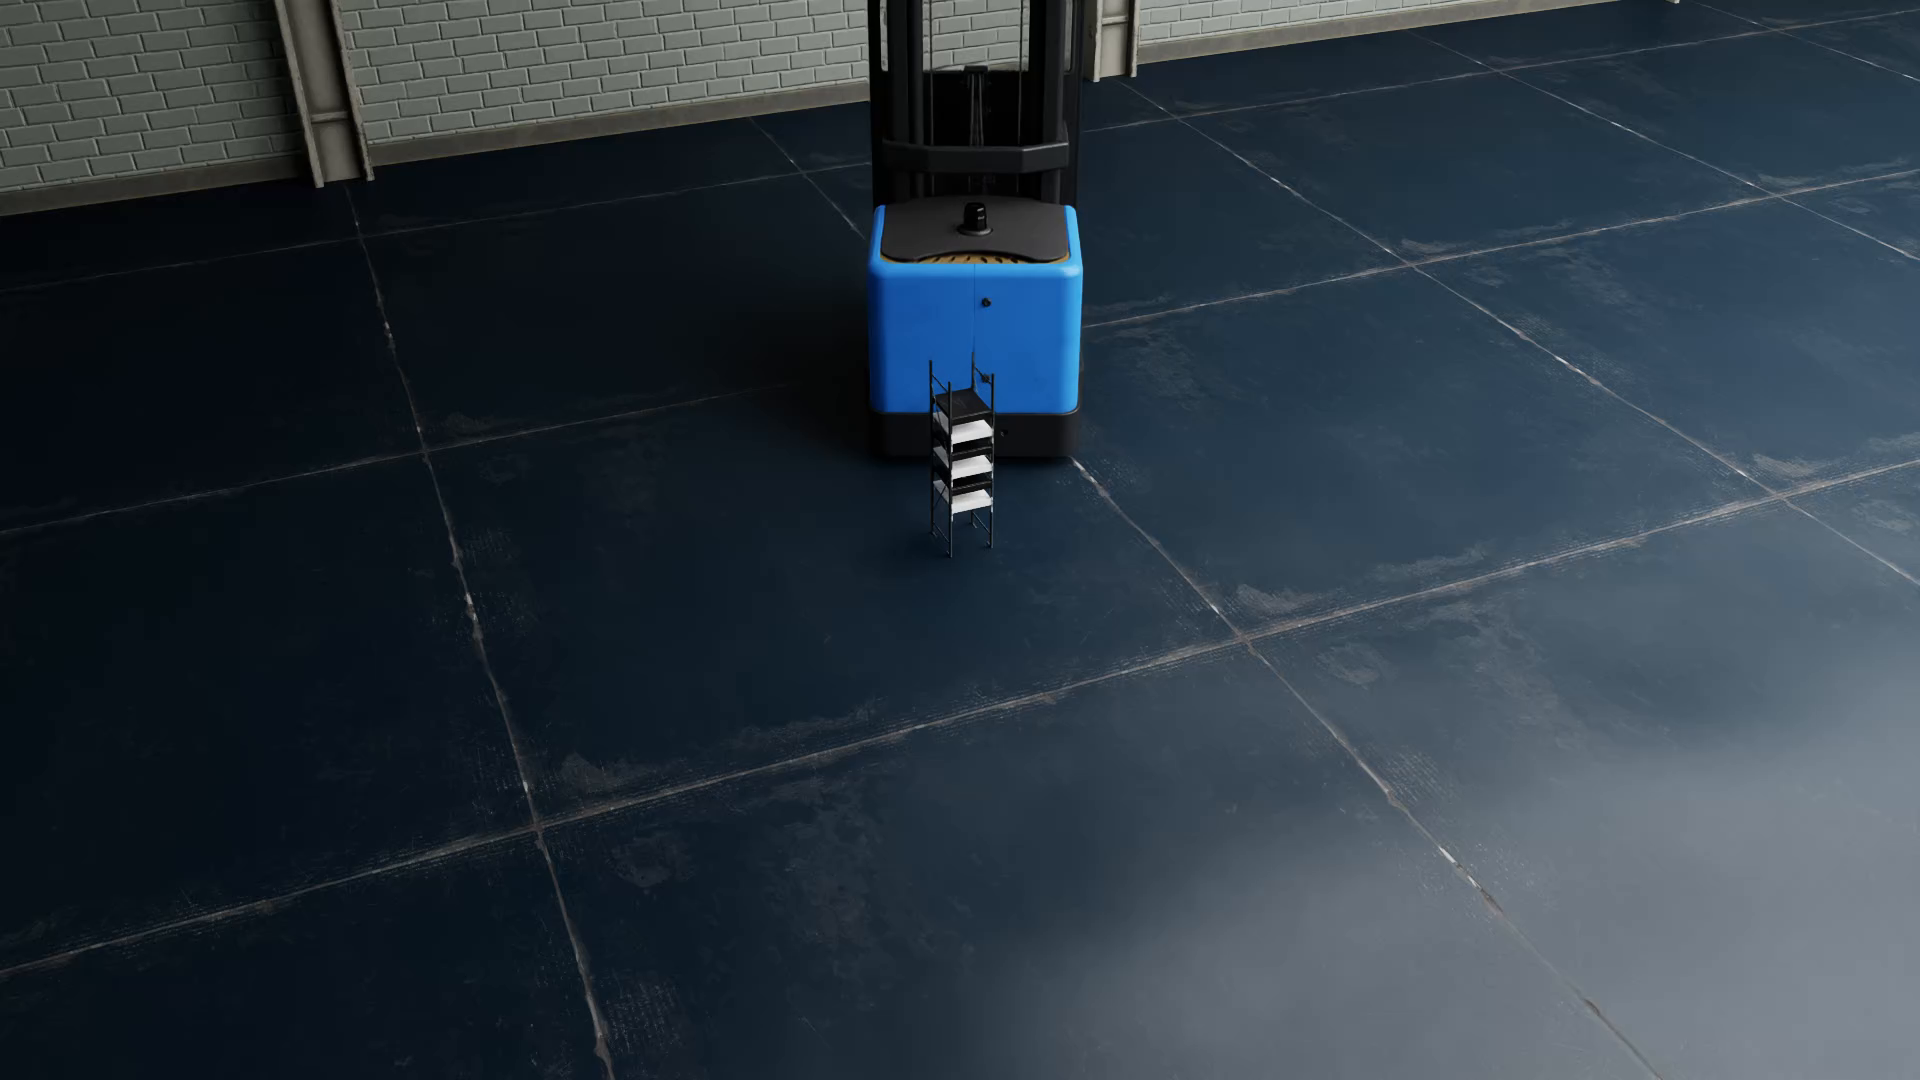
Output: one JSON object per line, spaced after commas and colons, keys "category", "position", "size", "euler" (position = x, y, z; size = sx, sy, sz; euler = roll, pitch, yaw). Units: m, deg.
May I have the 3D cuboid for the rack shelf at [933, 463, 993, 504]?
{"category": "rack shelf", "position": [0.007, -0.276, 7.574], "size": [0.200, 0.077, 0.258], "euler": [-13, 35, -19]}

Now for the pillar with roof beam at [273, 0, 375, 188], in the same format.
{"category": "pillar with roof beam", "position": [-2.665, -4.159, 5.891], "size": [0.400, 9.000, 9.100], "euler": [-13, 35, -19]}

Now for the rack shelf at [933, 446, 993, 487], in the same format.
{"category": "rack shelf", "position": [0.008, -0.351, 7.525], "size": [0.200, 0.077, 0.258], "euler": [-13, 35, -19]}

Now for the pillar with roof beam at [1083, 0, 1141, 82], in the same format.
{"category": "pillar with roof beam", "position": [2.867, -5.426, 7.838], "size": [0.400, 9.000, 9.100], "euler": [-13, 35, -19]}

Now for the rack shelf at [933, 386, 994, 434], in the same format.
{"category": "rack shelf", "position": [0.008, -0.577, 7.378], "size": [0.200, 0.077, 0.258], "euler": [-13, 35, -19]}

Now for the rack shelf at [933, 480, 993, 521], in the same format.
{"category": "rack shelf", "position": [0.007, -0.200, 7.624], "size": [0.200, 0.077, 0.258], "euler": [-13, 35, -19]}

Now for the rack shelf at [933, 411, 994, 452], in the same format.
{"category": "rack shelf", "position": [0.008, -0.502, 7.427], "size": [0.200, 0.077, 0.258], "euler": [-13, 35, -19]}

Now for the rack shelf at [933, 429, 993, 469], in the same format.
{"category": "rack shelf", "position": [0.008, -0.426, 7.476], "size": [0.200, 0.077, 0.258], "euler": [-13, 35, -19]}

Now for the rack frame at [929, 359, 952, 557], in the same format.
{"category": "rack frame", "position": [-0.086, -0.357, 7.474], "size": [0.006, 0.900, 0.240], "euler": [-13, 35, -19]}

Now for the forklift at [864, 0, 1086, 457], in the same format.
{"category": "forklift", "position": [0.083, -2.408, 8.763], "size": [1.130, 2.935, 3.031], "euler": [0, 33, 0]}

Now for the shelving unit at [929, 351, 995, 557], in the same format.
{"category": "shelving unit", "position": [0.008, -0.379, 7.507], "size": [0.210, 0.900, 0.258], "euler": [-13, 35, -19]}

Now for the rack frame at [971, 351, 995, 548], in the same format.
{"category": "rack frame", "position": [0.101, -0.400, 7.540], "size": [0.006, 0.900, 0.240], "euler": [-13, 35, -19]}
